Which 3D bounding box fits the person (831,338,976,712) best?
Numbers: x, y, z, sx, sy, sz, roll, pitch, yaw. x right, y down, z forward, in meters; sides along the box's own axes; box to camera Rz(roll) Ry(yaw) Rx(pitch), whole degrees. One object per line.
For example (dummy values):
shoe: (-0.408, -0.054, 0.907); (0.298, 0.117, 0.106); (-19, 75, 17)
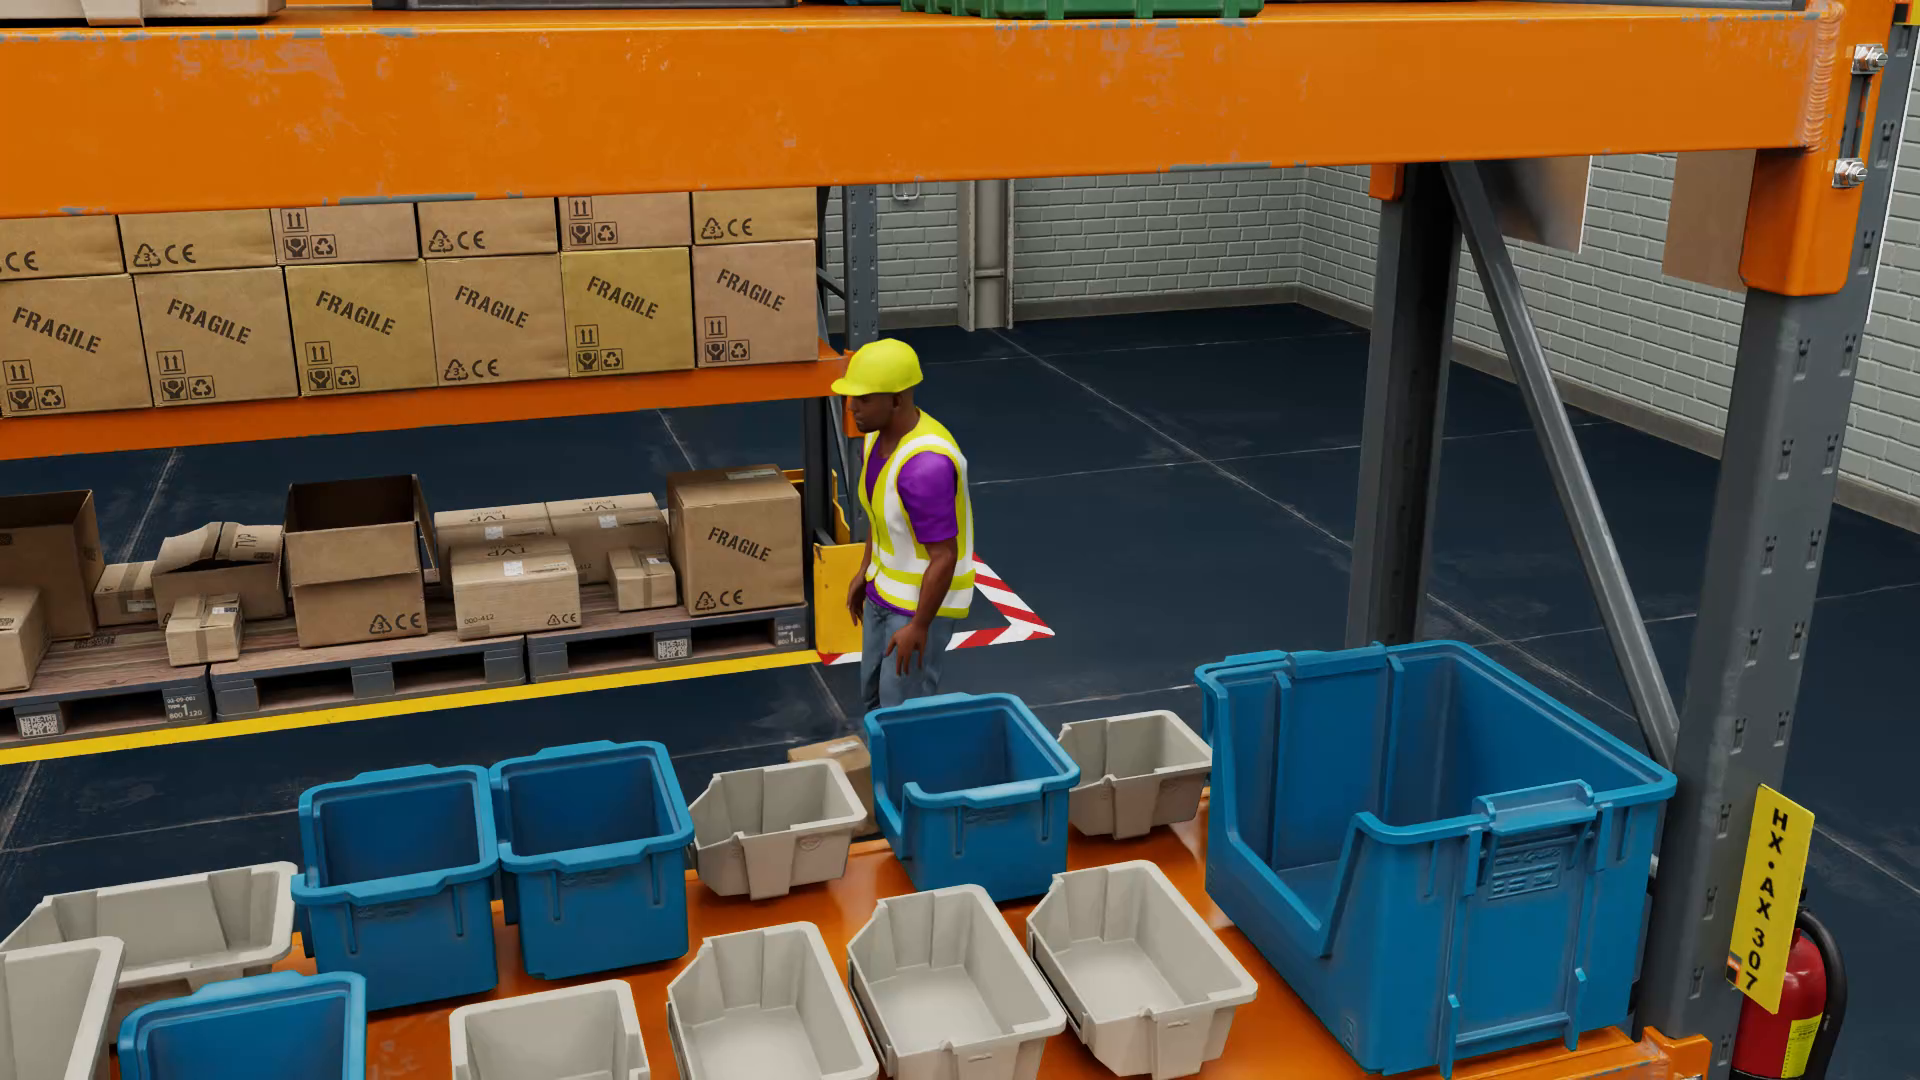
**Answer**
person: (-0.190, 0.201, 5.455); (0.446, 1.762, 0.604); (-7, 20, -19)
